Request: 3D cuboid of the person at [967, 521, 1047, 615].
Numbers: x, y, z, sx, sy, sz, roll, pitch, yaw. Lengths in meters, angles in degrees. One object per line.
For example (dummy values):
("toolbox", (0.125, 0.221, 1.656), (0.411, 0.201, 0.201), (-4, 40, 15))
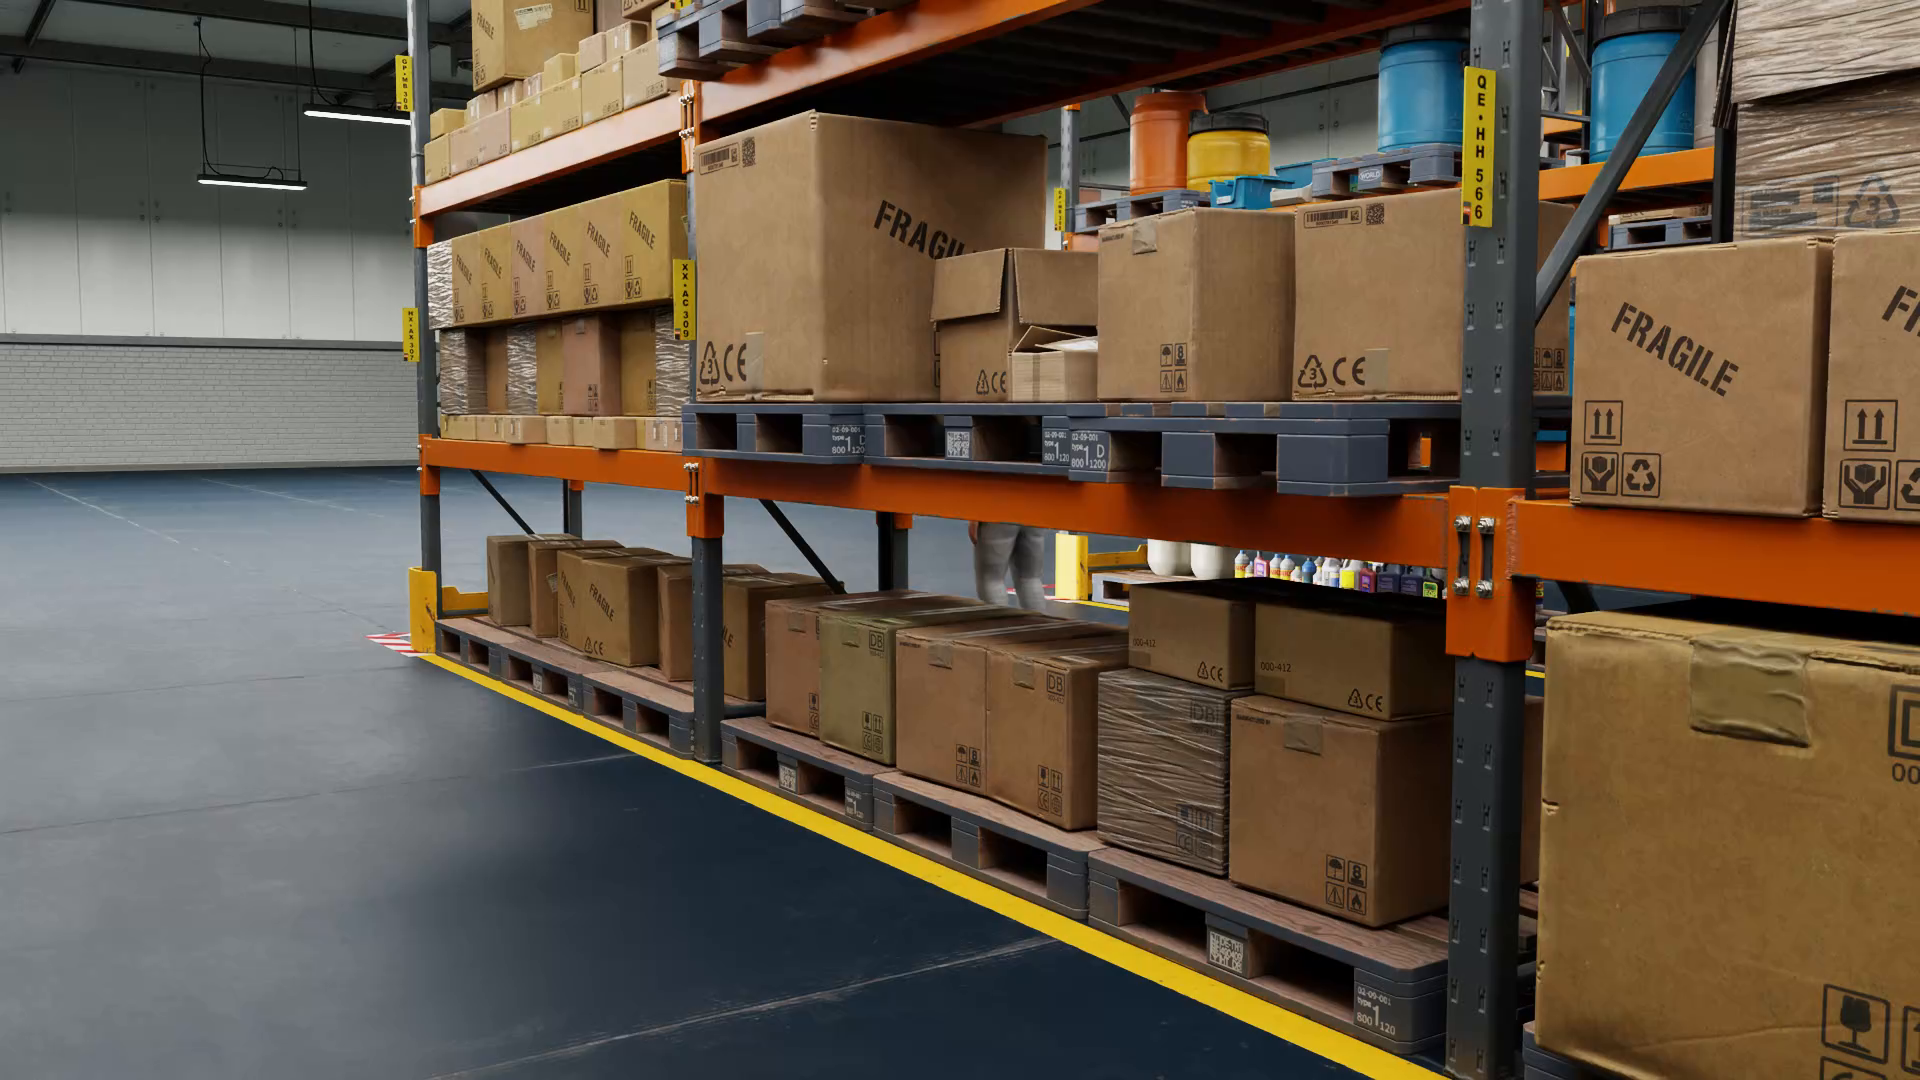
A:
("person", (0.267, -0.146, 9.551), (0.527, 1.760, 0.393), (-3, 5, -32))
